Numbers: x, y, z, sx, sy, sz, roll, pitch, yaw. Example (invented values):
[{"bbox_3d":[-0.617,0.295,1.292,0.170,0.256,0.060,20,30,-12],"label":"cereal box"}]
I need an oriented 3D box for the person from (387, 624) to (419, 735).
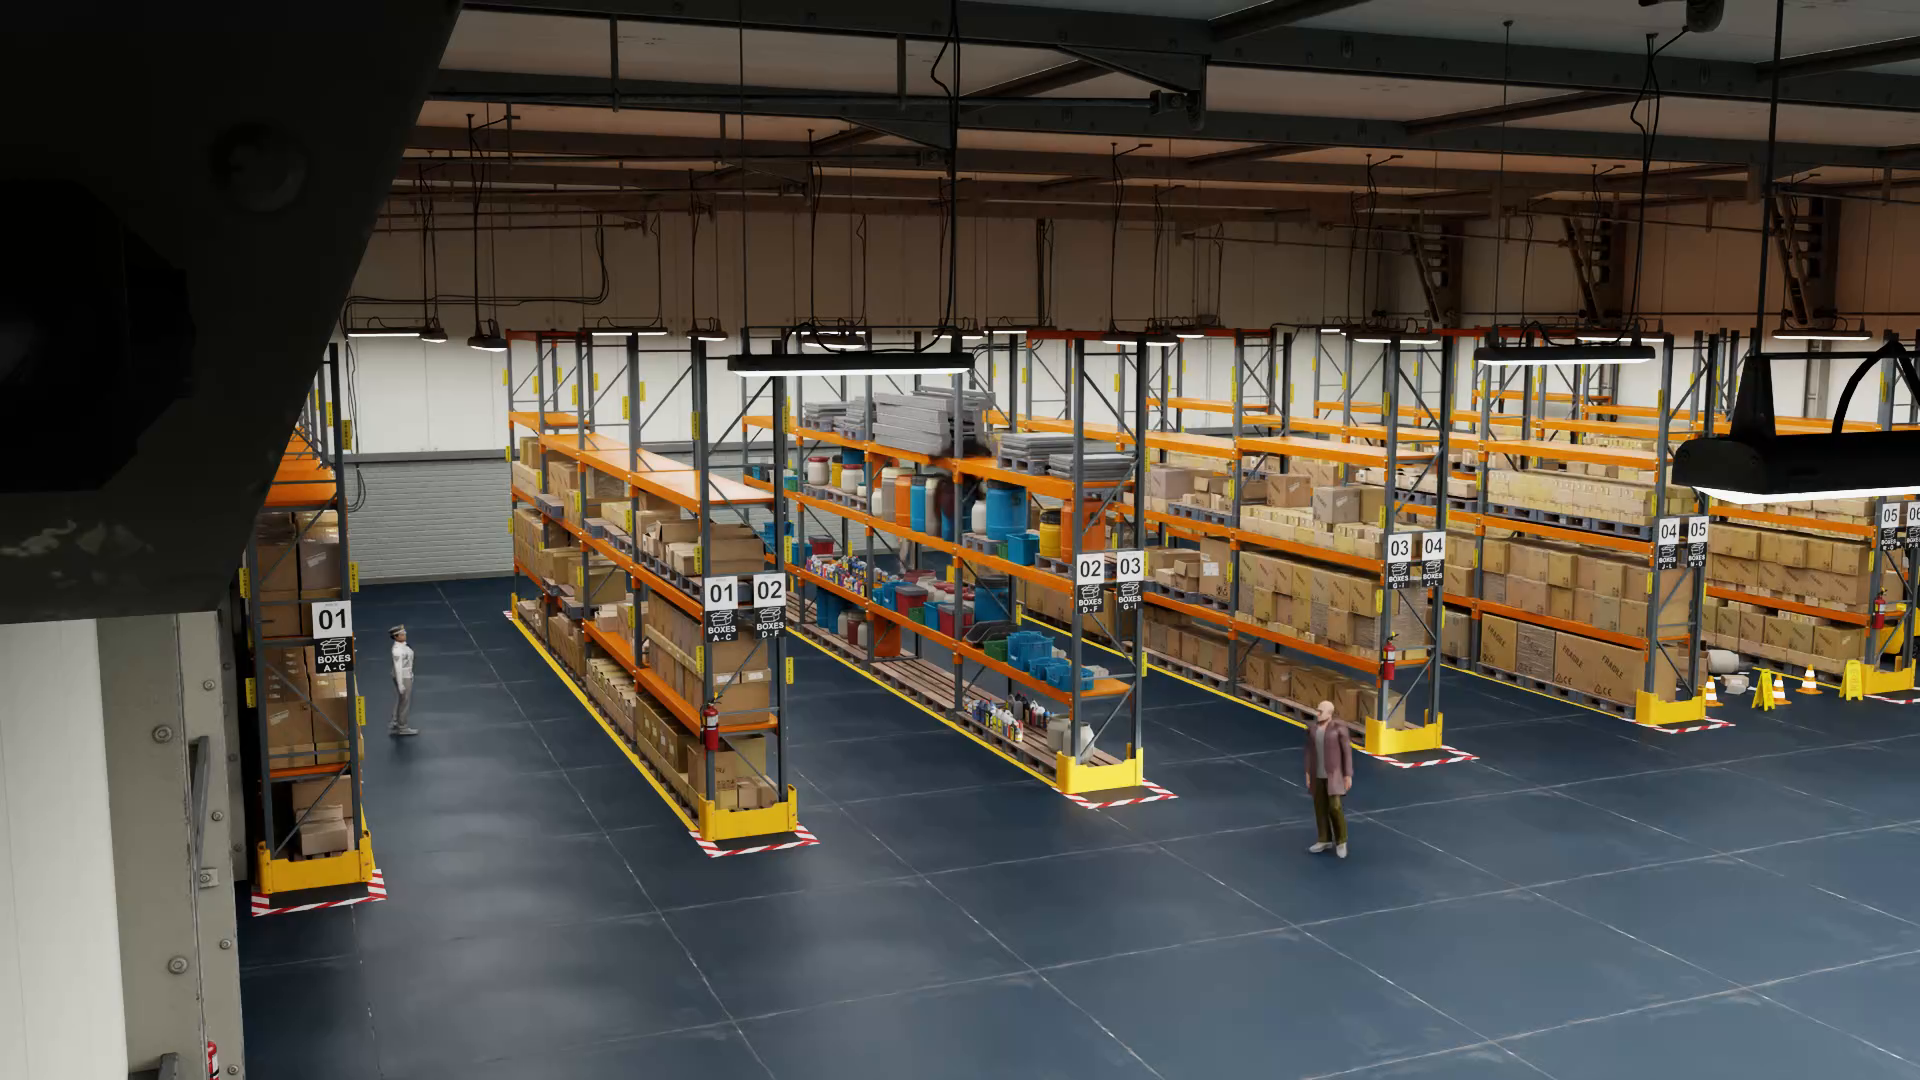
[{"bbox_3d":[-8.384,2.101,25.004,0.449,1.684,0.508,-4,9,-30],"label":"person"}]

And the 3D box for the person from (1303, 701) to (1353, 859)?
[{"bbox_3d":[4.299,2.807,19.570,0.644,1.785,0.414,7,10,40],"label":"person"}]

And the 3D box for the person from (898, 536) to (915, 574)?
[{"bbox_3d":[-1.235,-0.033,40.500,0.600,1.738,0.384,-5,9,-34],"label":"person"}]
